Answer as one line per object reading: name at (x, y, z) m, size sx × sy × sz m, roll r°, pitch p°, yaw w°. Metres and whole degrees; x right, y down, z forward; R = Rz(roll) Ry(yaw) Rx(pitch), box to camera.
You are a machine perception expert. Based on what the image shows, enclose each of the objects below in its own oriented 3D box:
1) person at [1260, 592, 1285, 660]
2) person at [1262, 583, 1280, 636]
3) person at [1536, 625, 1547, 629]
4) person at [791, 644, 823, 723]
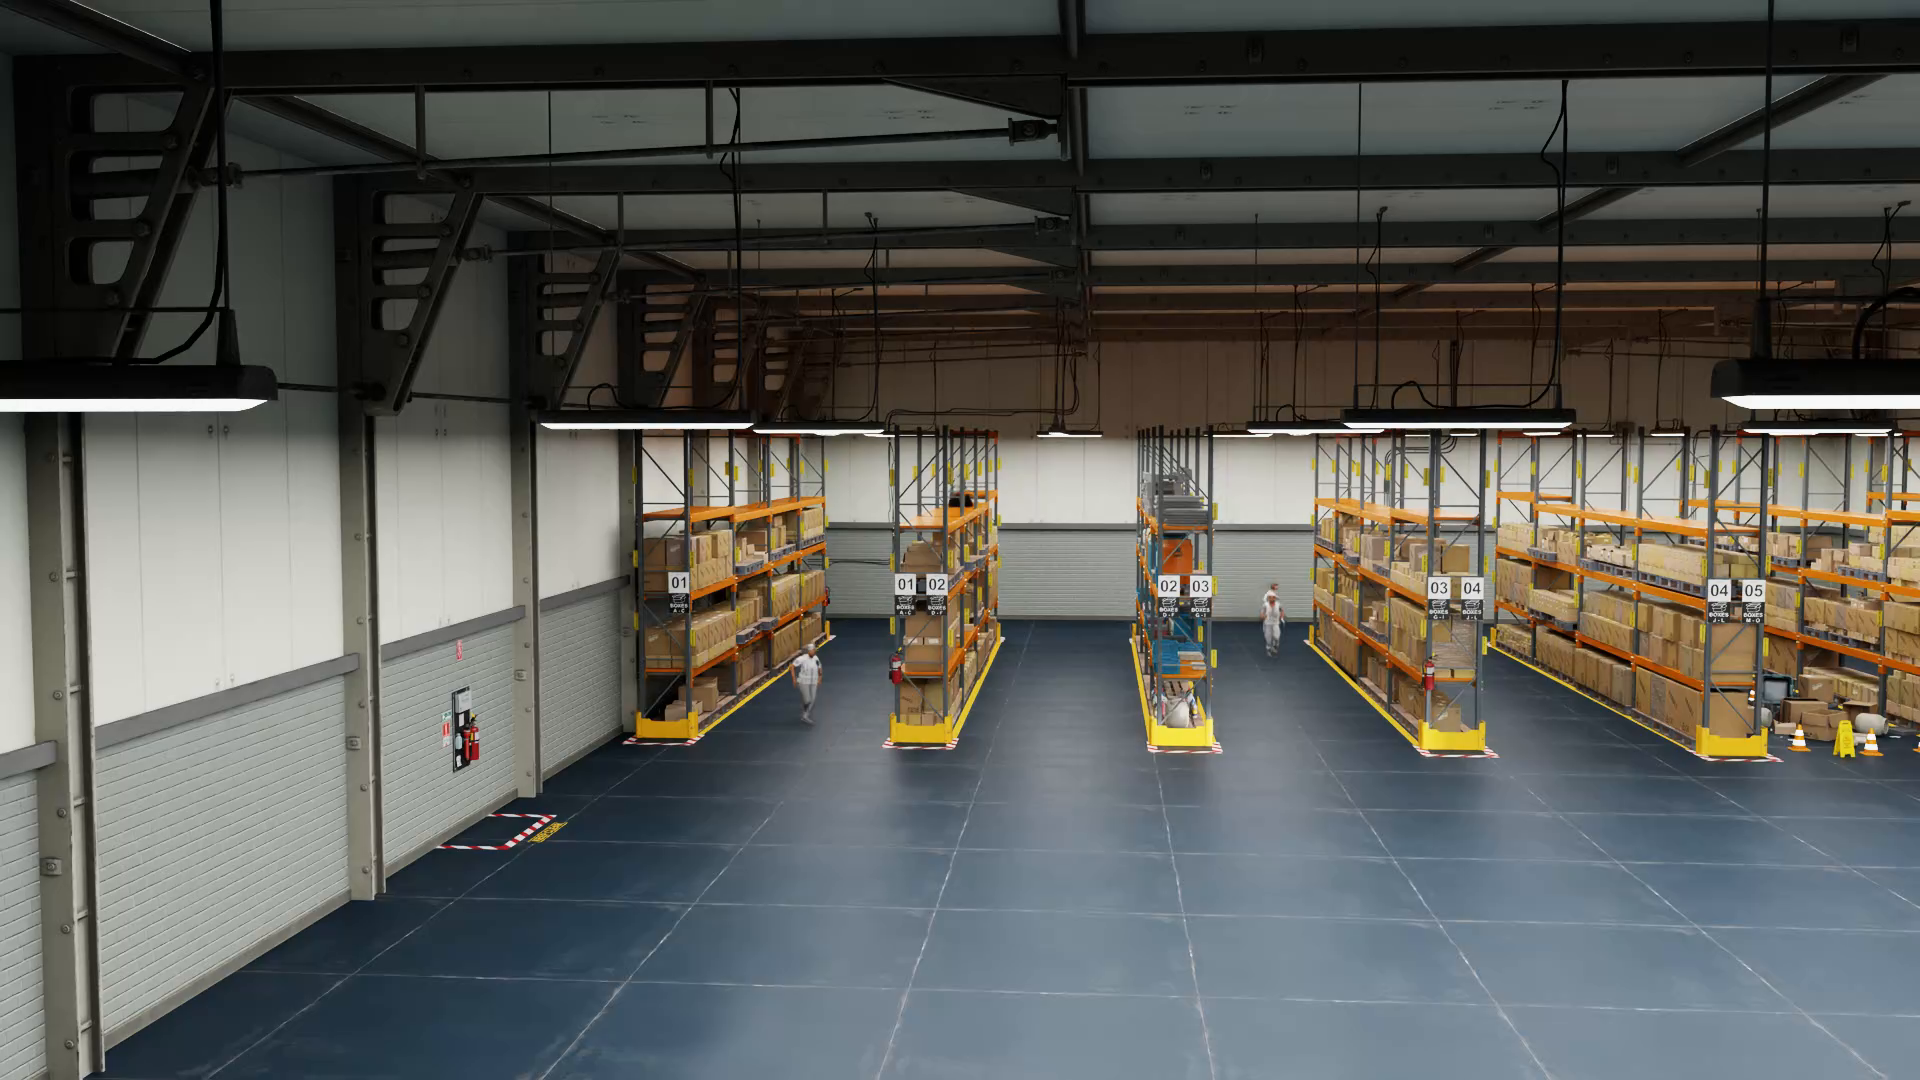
person at (8.139, 2.231, 43.267) m, size 0.653 × 1.766 × 0.770 m, roll 0°, pitch 3°, yaw 5°
person at (9.176, 2.026, 48.715) m, size 0.508 × 1.535 × 0.568 m, roll 2°, pitch 4°, yaw 33°
person at (16.254, 2.108, 46.932) m, size 0.634 × 1.627 × 0.627 m, roll 1°, pitch 4°, yaw 20°
person at (-3.083, 2.903, 33.607) m, size 0.677 × 1.627 × 0.514 m, roll -2°, pitch 4°, yaw -27°
